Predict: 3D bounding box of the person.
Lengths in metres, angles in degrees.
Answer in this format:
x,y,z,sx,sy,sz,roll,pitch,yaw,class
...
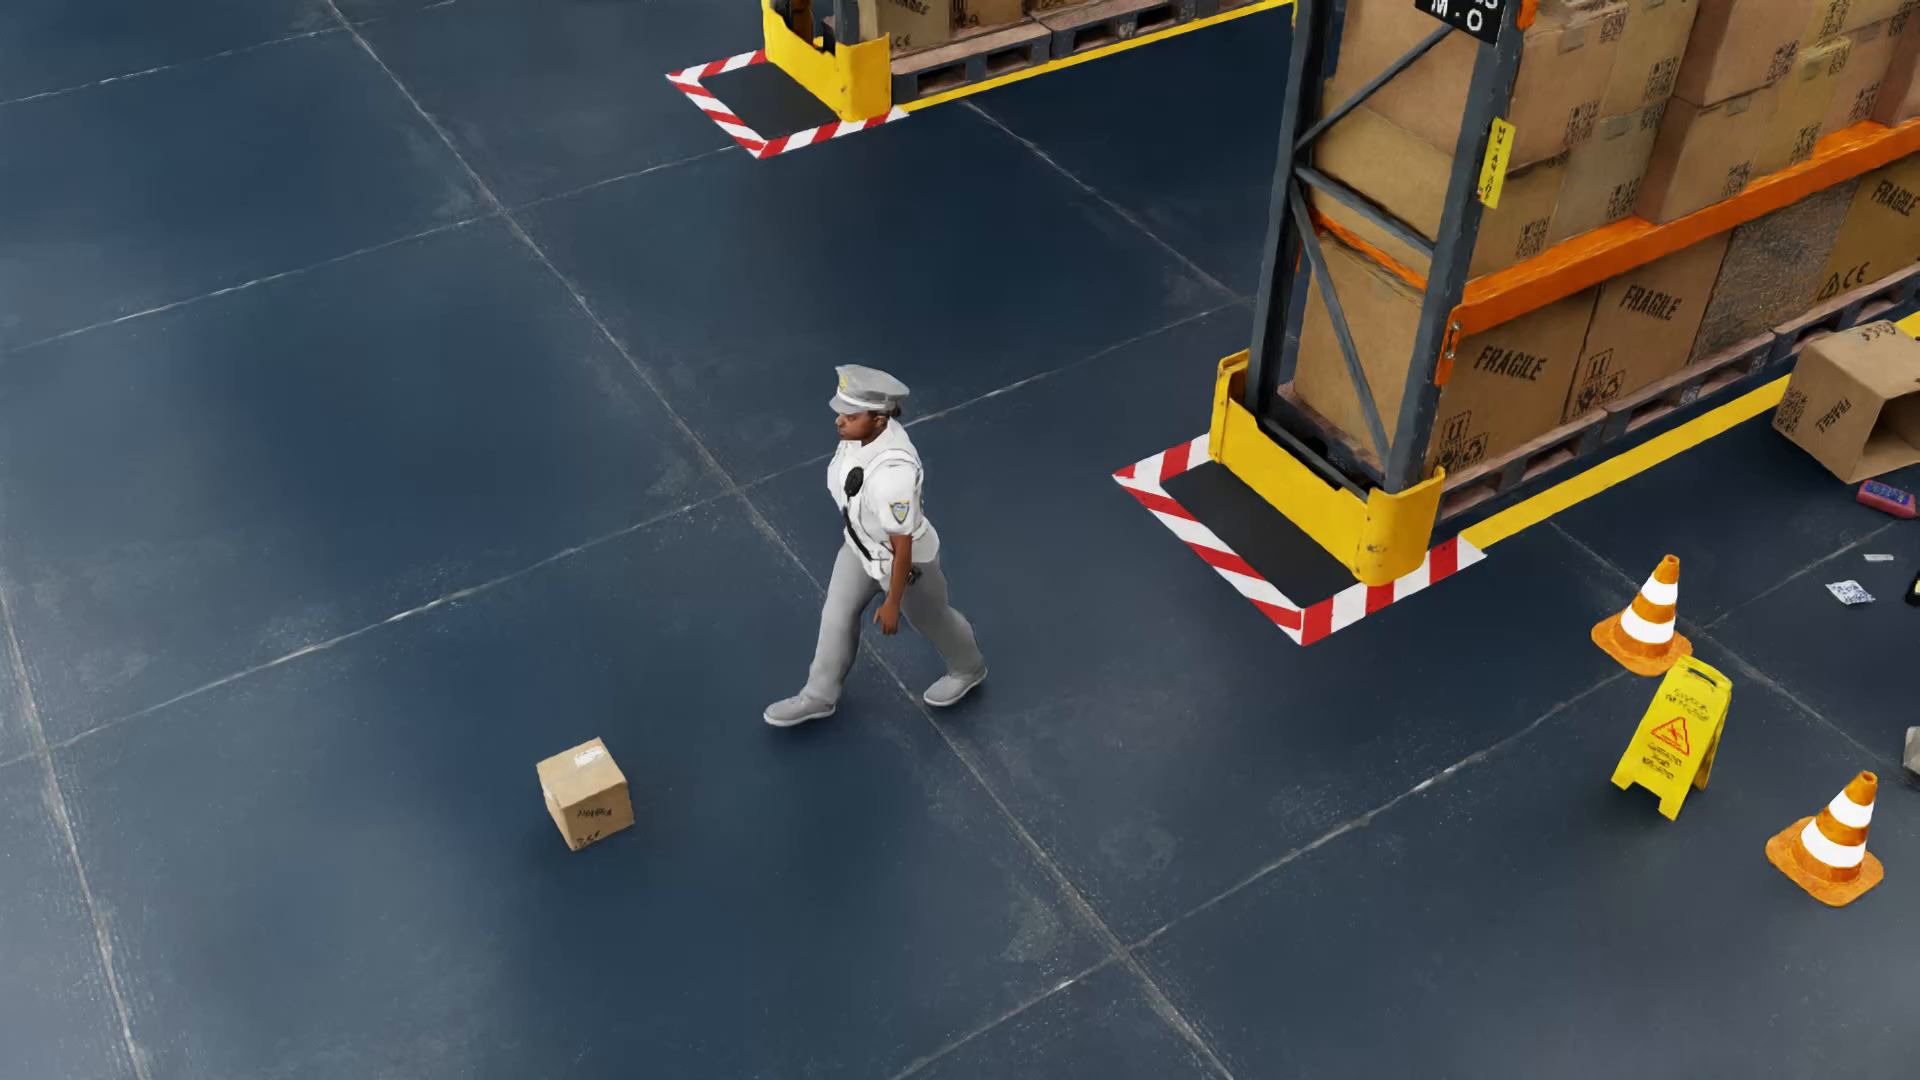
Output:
x,y,z,sx,sy,sz,roll,pitch,yaw,class
-0.310,0.056,6.071,0.915,1.636,0.519,-17,44,-19,person
